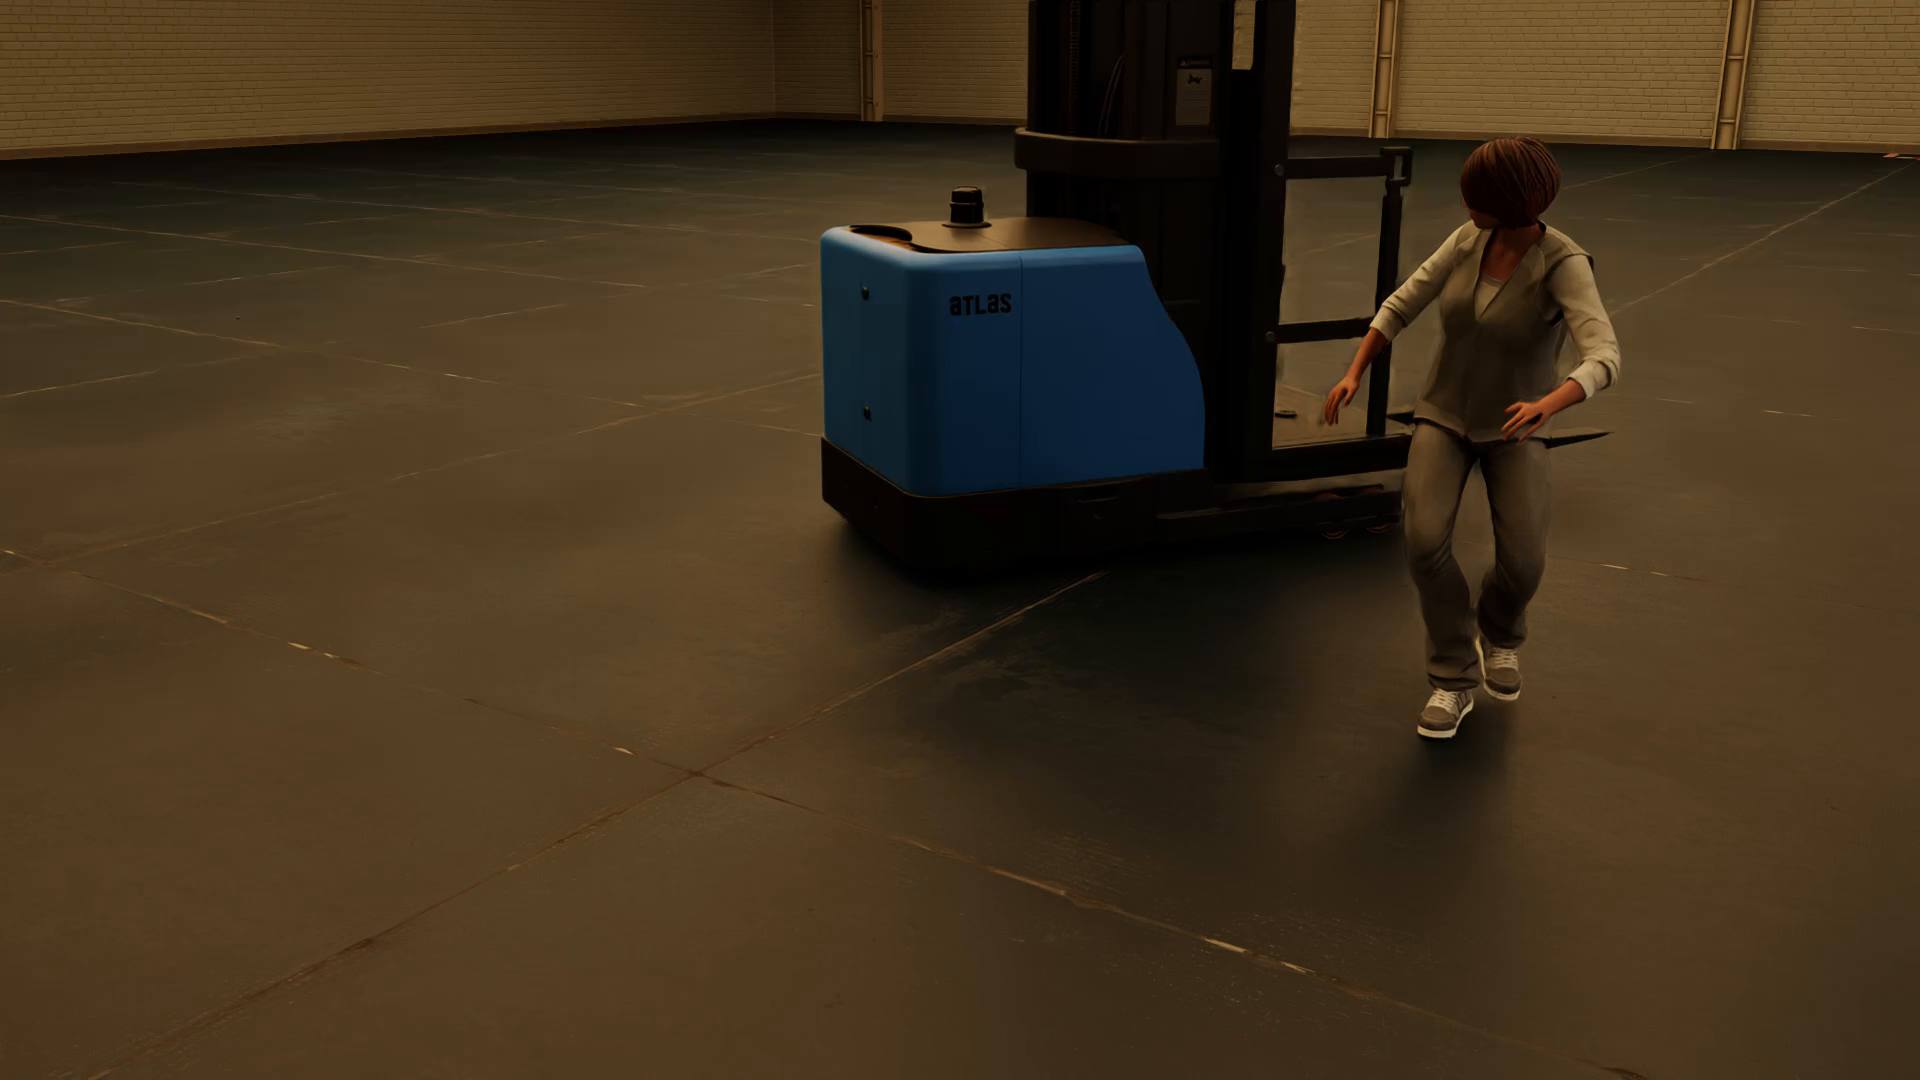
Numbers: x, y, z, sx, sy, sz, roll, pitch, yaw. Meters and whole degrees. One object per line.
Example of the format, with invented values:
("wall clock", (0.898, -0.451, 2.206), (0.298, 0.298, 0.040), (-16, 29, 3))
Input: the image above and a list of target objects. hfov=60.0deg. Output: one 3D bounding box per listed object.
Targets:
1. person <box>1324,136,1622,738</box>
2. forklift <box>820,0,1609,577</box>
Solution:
("person", (1.267, -0.243, 4.176), (0.711, 1.490, 0.706), (10, 19, 30))
("forklift", (1.053, -1.538, 5.976), (3.031, 2.935, 1.130), (-7, 18, -22))
